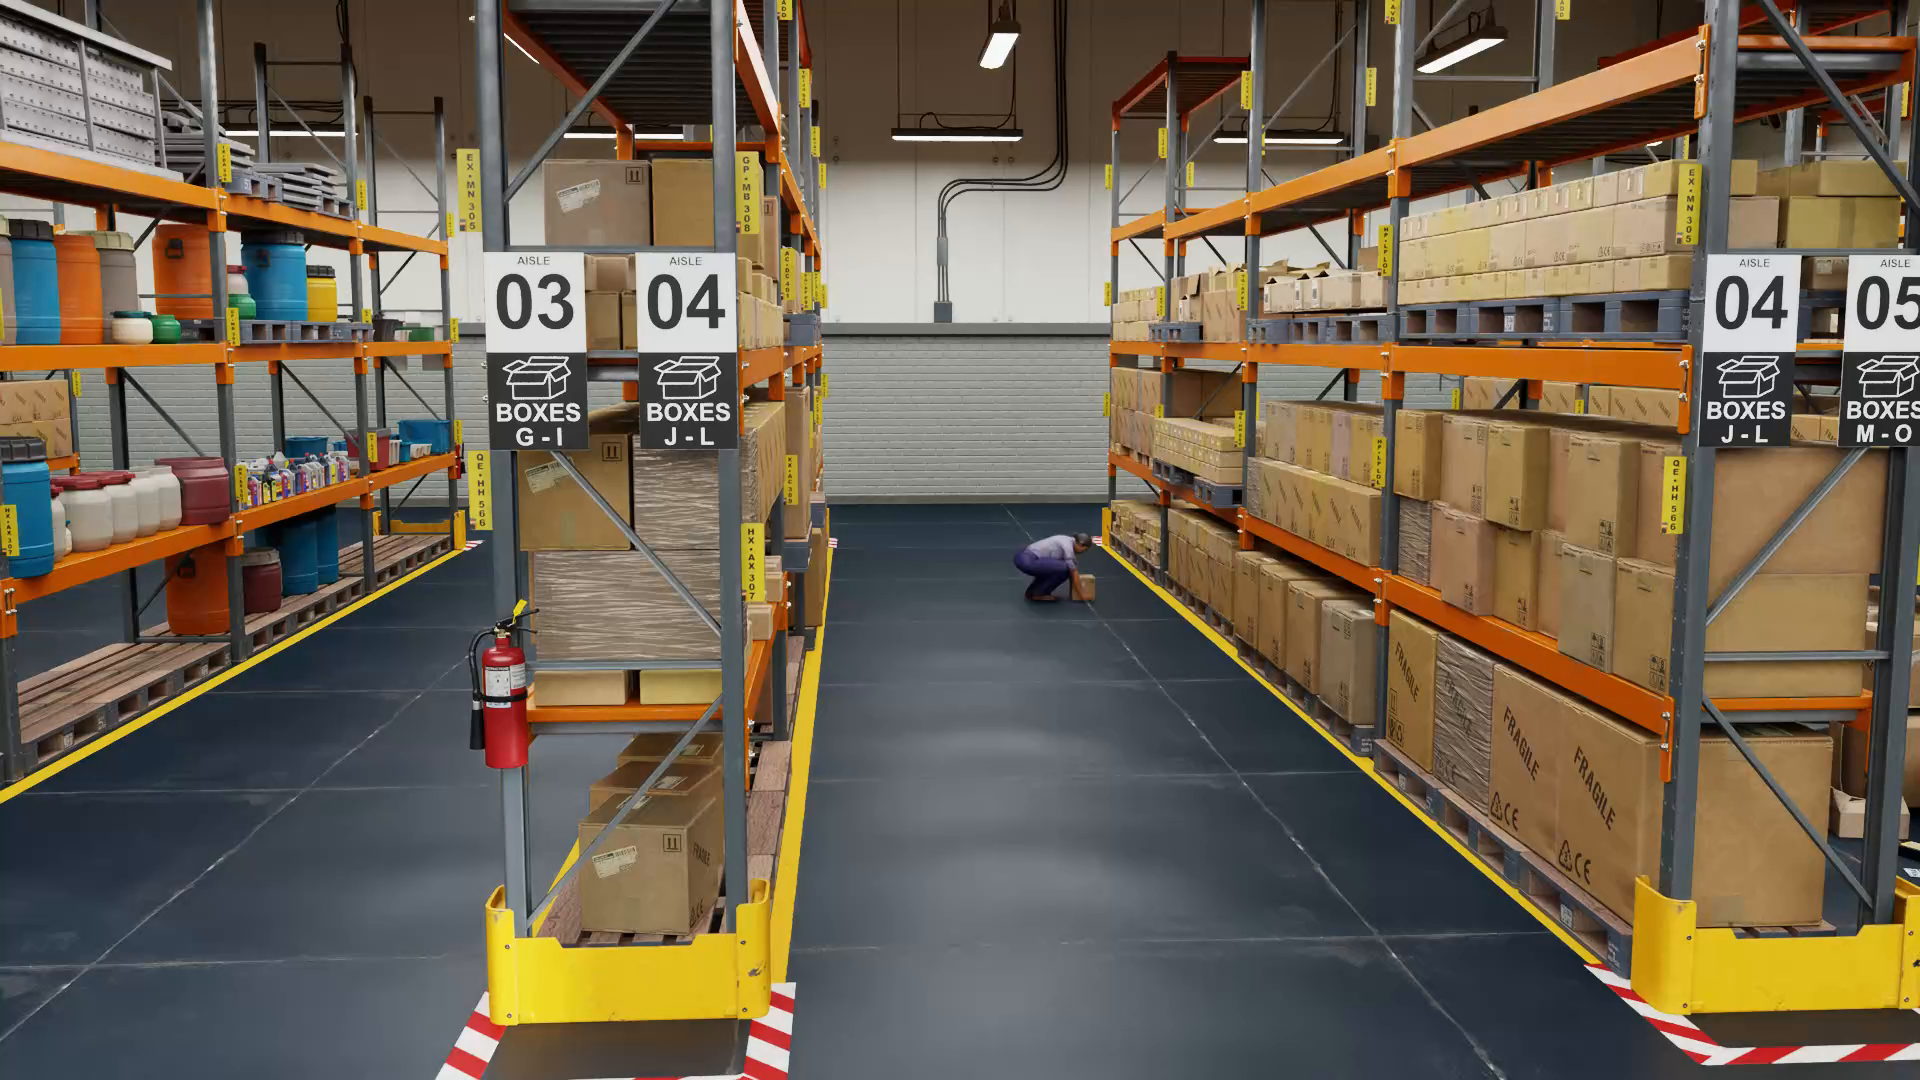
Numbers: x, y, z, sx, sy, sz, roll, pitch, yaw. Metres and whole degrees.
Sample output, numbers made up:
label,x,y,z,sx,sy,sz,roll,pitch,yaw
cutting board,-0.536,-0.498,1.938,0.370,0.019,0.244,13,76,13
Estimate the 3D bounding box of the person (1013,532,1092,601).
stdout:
label,x,y,z,sx,sy,sz,roll,pitch,yaw
person,1.022,0.318,18.252,0.870,0.746,0.506,-1,7,-5
